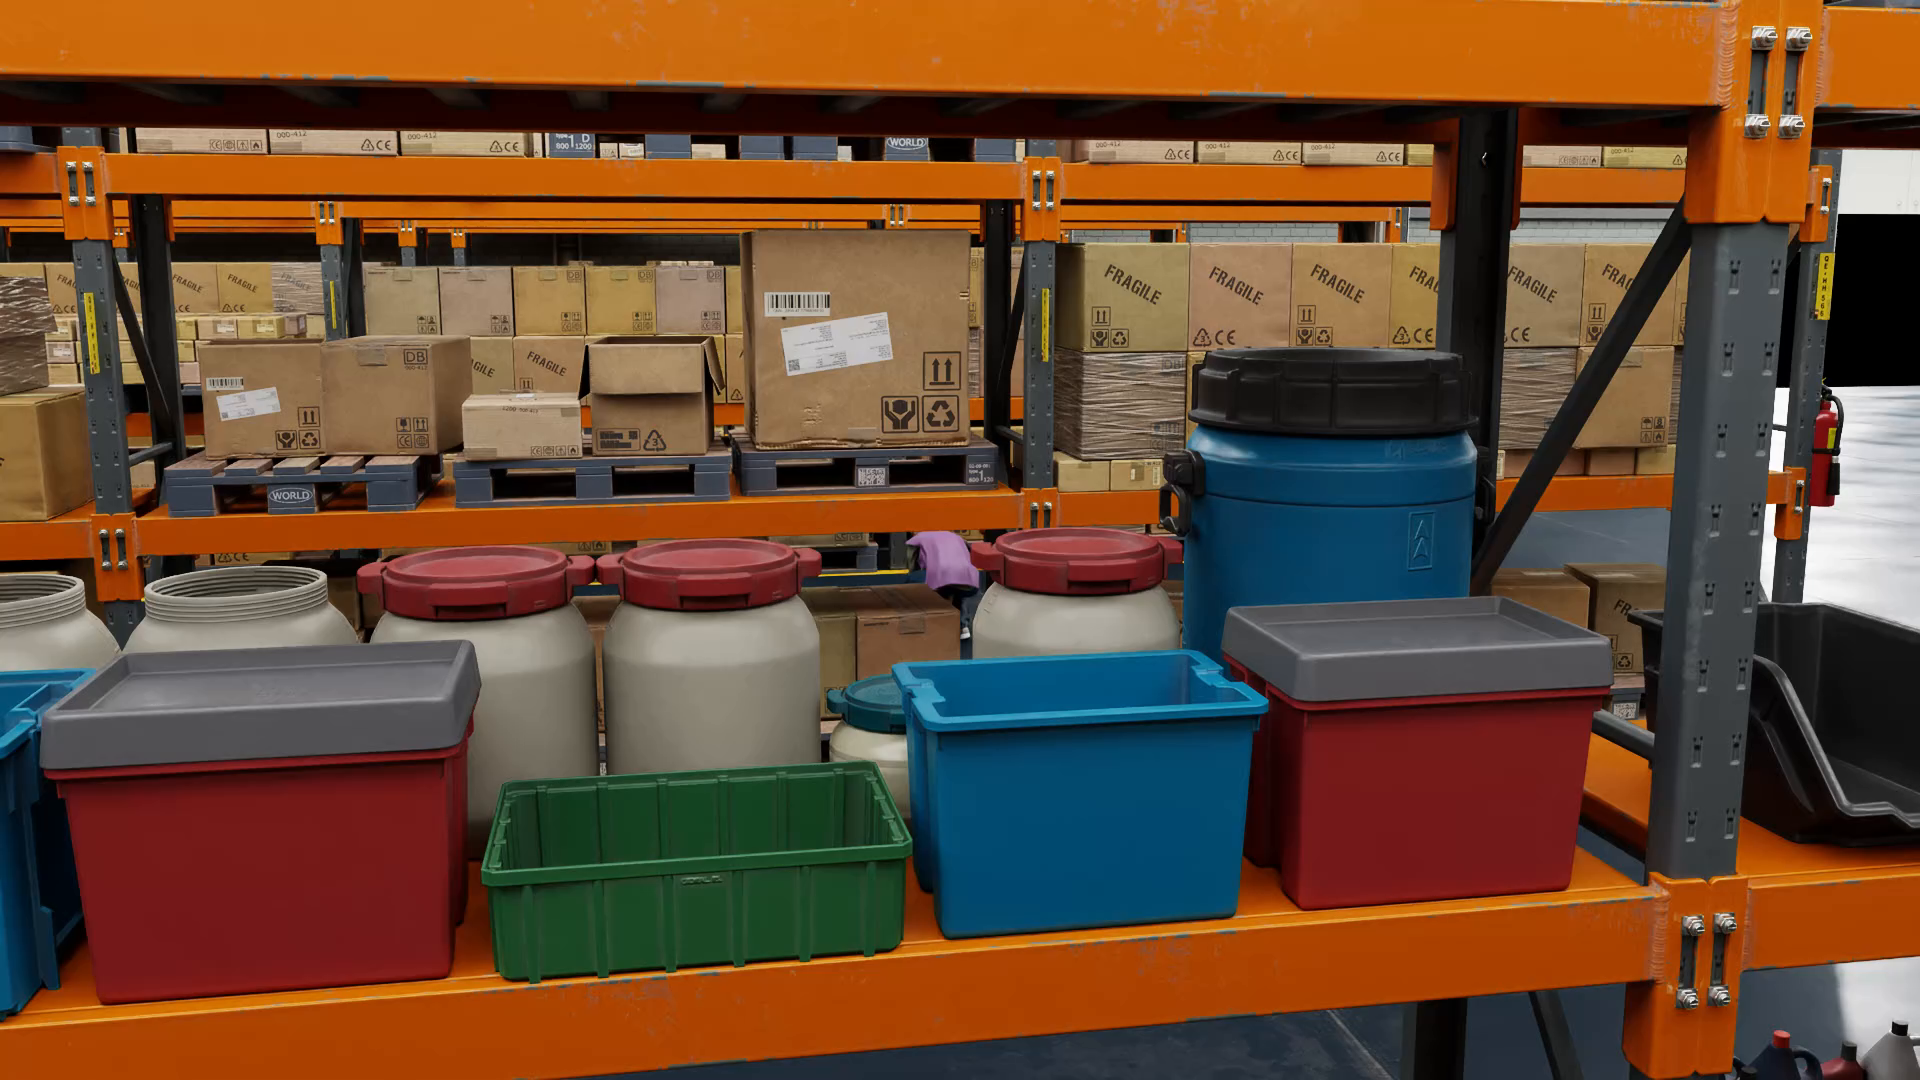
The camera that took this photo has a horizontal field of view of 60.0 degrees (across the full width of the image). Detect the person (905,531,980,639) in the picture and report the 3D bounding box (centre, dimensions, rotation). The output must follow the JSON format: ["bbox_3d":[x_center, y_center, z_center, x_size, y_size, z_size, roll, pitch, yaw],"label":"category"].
[{"bbox_3d":[-0.124,0.288,10.572,0.426,0.752,0.841,-2,10,-12],"label":"person"}]
